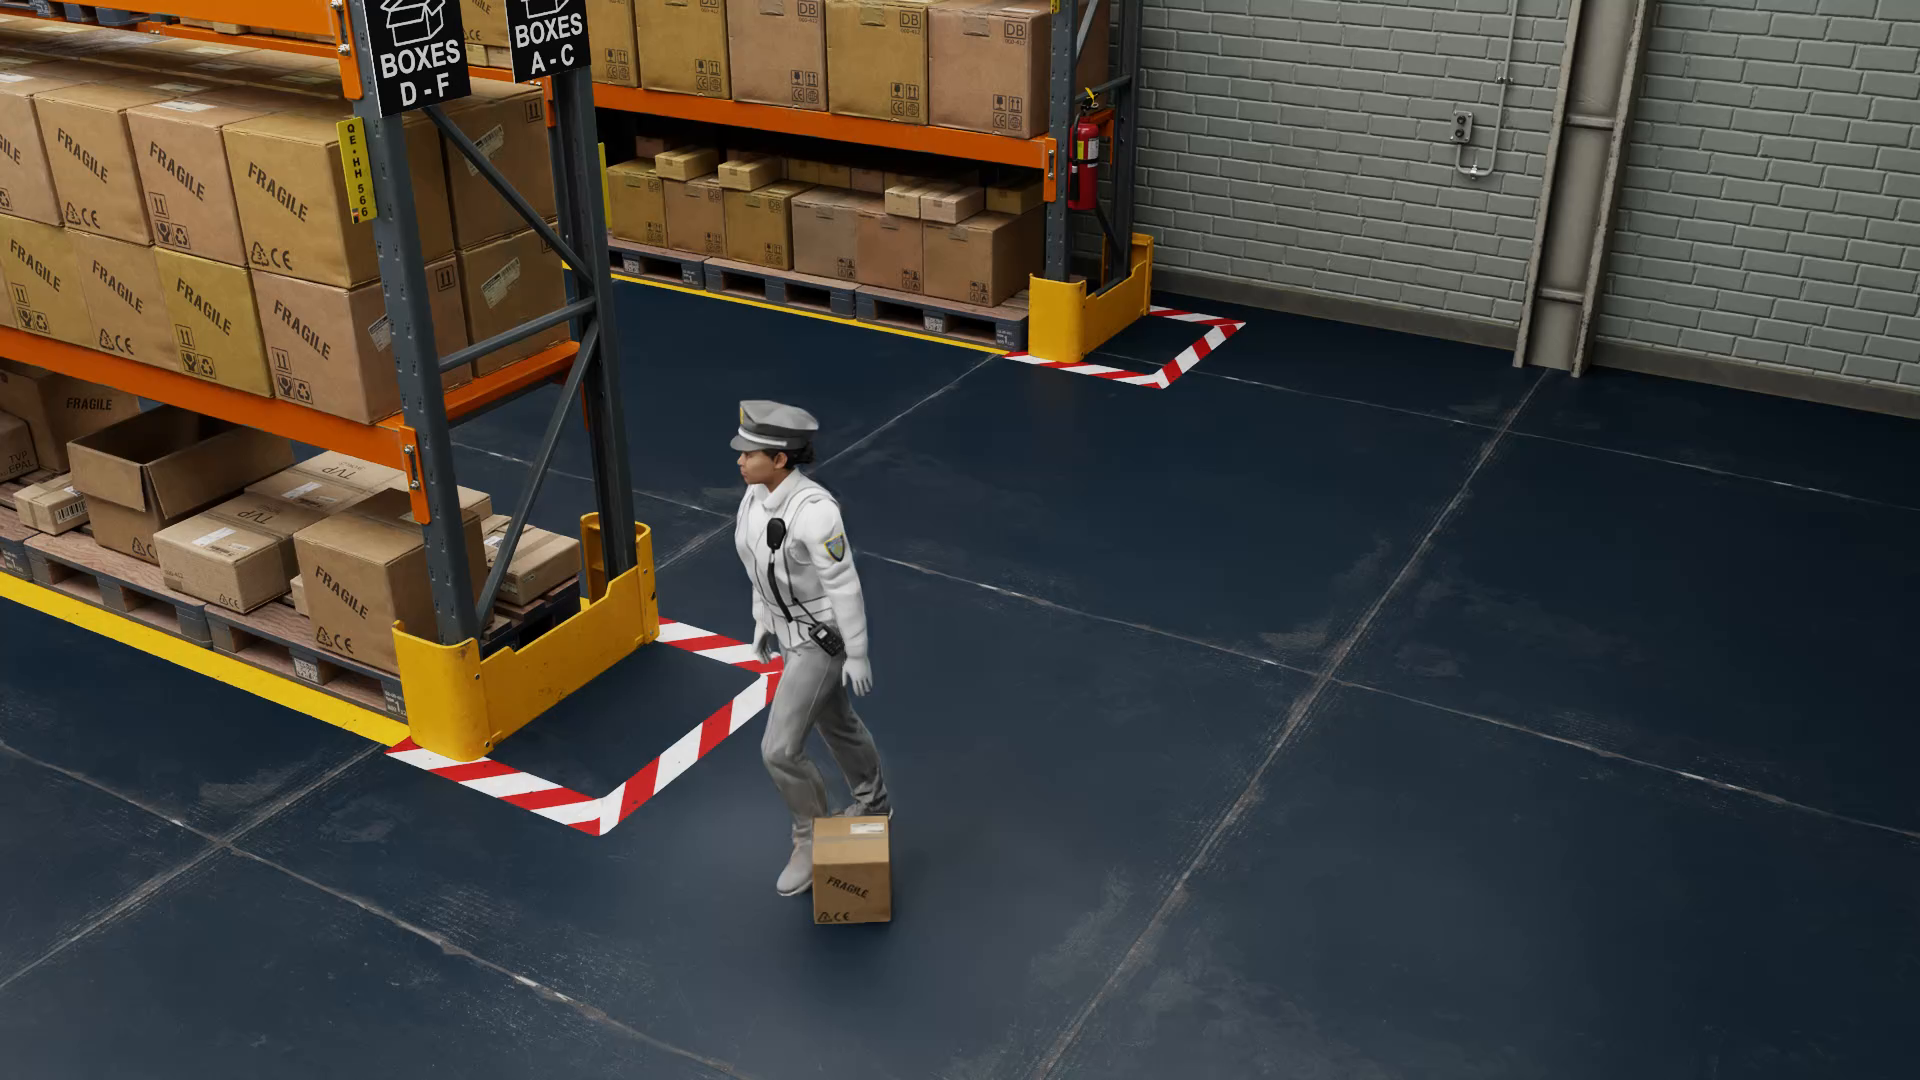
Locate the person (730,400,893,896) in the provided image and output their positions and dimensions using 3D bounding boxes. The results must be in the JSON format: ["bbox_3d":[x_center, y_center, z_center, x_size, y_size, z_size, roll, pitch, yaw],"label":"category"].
[{"bbox_3d":[-0.475,0.320,5.467,0.521,1.700,0.512,-13,30,-25],"label":"person"}]
